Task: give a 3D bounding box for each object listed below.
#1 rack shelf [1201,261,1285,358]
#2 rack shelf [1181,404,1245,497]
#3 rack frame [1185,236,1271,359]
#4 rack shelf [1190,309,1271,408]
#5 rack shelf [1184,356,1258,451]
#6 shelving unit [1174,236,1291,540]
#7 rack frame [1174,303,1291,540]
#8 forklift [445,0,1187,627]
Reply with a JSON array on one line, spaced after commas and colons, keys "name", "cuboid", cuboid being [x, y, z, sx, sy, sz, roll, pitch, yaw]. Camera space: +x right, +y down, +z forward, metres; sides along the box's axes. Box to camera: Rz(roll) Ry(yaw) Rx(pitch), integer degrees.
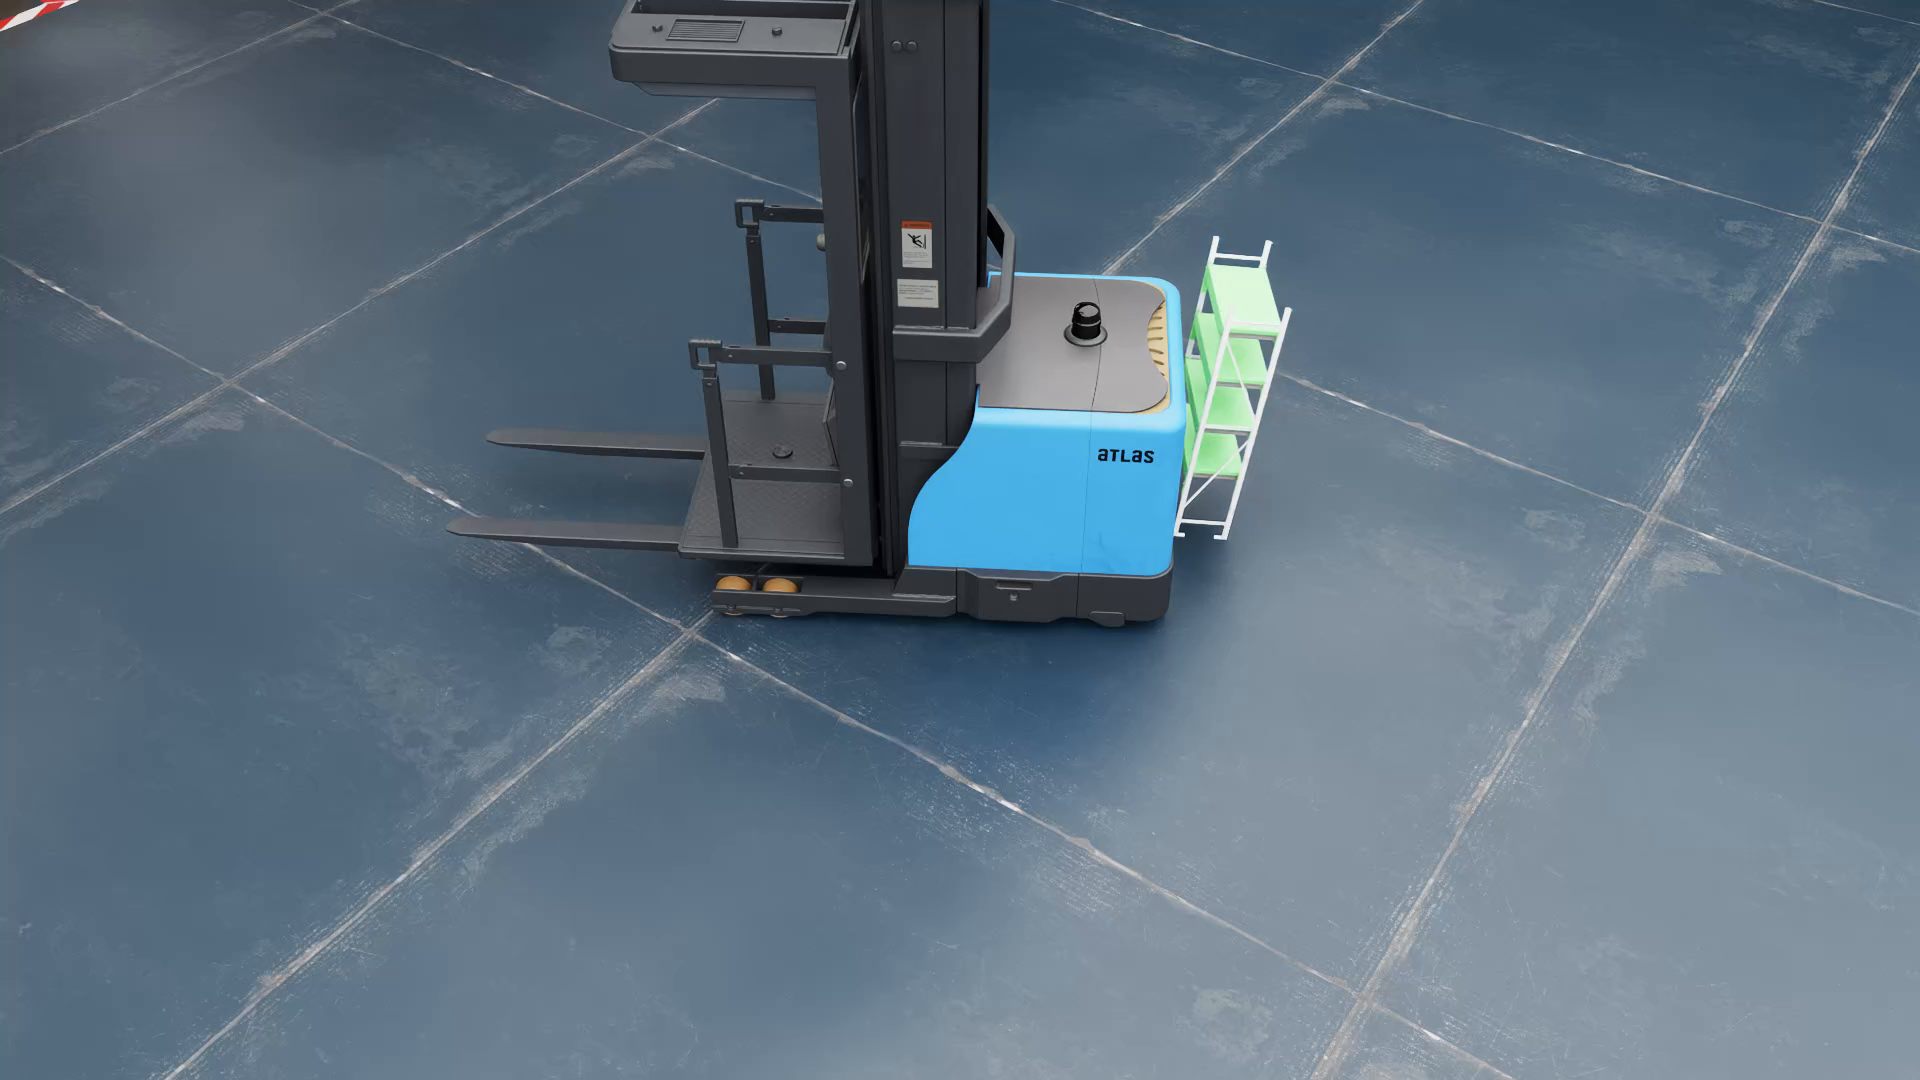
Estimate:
[{"name": "rack shelf", "cuboid": [1.143, -0.931, 6.753, 0.258, 0.148, 0.480, 4, 42, -5]}, {"name": "rack shelf", "cuboid": [1.068, -0.397, 7.230, 0.258, 0.148, 0.480, 4, 42, -5]}, {"name": "rack frame", "cuboid": [1.096, -0.785, 7.210, 0.240, 1.200, 0.015, 4, 42, -5]}, {"name": "rack shelf", "cuboid": [1.118, -0.753, 6.912, 0.258, 0.148, 0.480, 4, 42, -5]}, {"name": "rack shelf", "cuboid": [1.093, -0.575, 7.071, 0.258, 0.148, 0.480, 4, 42, -5]}, {"name": "shelving unit", "cuboid": [1.100, -0.623, 7.028, 0.258, 1.200, 0.503, 4, 42, -5]}, {"name": "rack frame", "cuboid": [1.104, -0.460, 6.847, 0.240, 1.200, 0.015, 4, 42, -5]}, {"name": "forklift", "cuboid": [-0.624, -1.121, 6.304, 3.031, 2.935, 1.130, 3, 42, 3]}]
